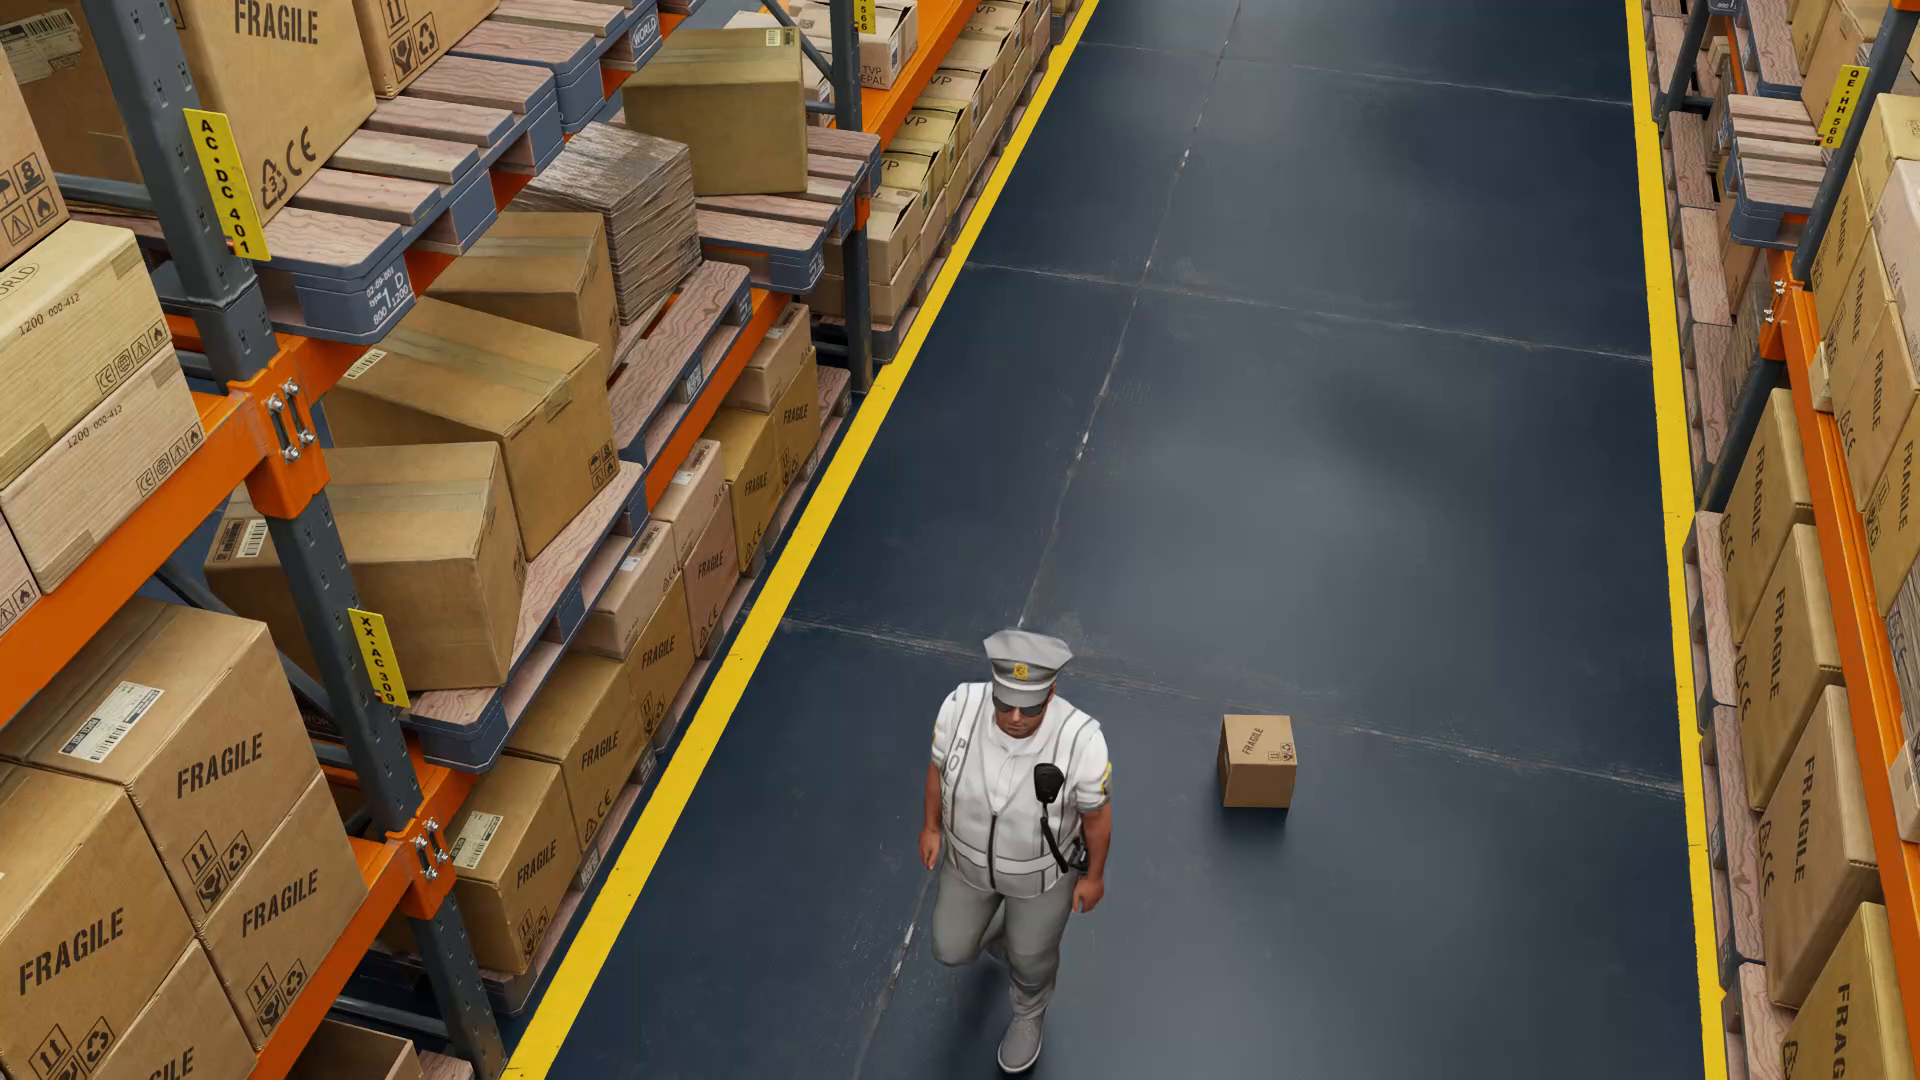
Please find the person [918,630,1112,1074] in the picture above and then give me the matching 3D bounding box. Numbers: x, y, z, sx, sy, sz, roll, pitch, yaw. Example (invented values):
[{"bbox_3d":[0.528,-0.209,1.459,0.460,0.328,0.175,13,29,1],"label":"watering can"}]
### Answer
[{"bbox_3d":[0.169,0.900,5.061,0.597,1.761,0.534,13,43,15],"label":"person"}]
